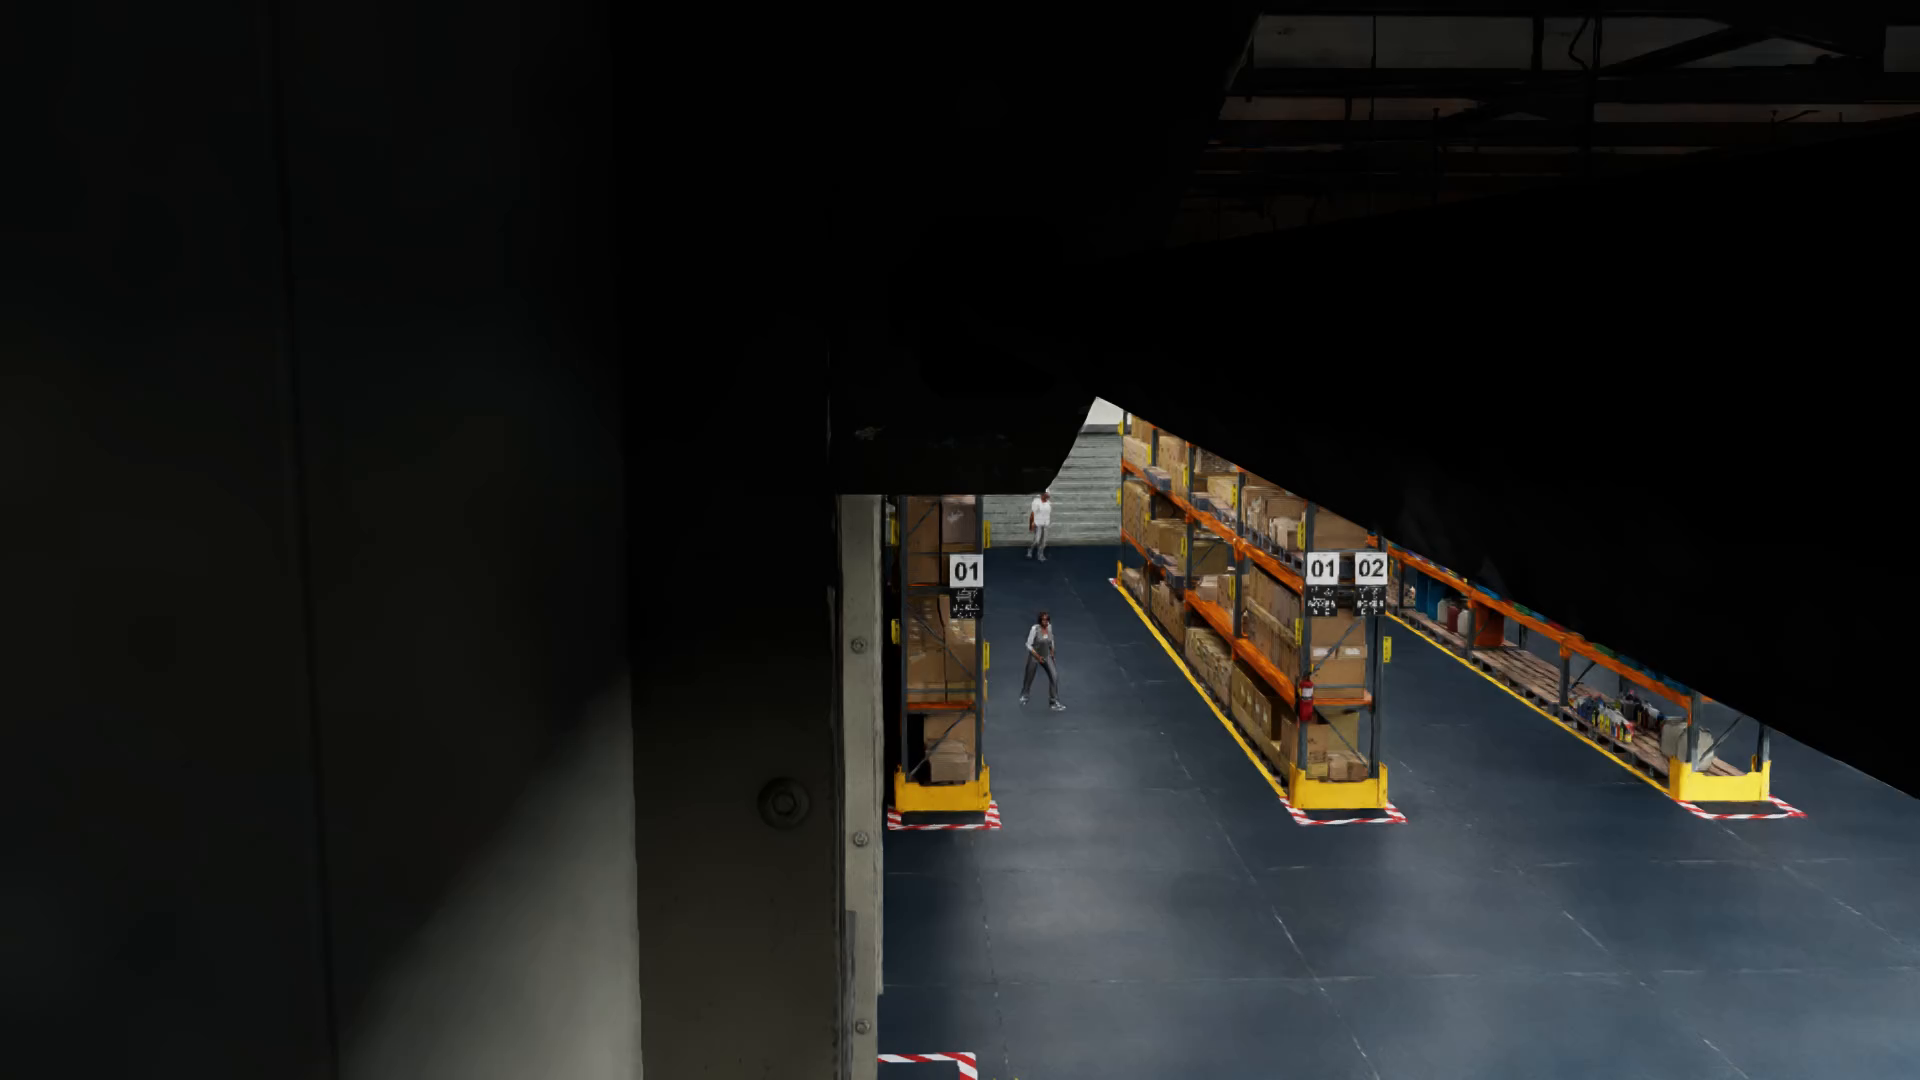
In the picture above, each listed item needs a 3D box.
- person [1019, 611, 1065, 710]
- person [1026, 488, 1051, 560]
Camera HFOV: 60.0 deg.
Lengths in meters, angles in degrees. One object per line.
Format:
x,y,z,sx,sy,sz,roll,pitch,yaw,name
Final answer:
1.233,1.814,25.522,0.562,1.527,0.782,-3,9,-19,person
1.897,-0.398,39.810,0.611,1.753,0.575,-7,11,-38,person
